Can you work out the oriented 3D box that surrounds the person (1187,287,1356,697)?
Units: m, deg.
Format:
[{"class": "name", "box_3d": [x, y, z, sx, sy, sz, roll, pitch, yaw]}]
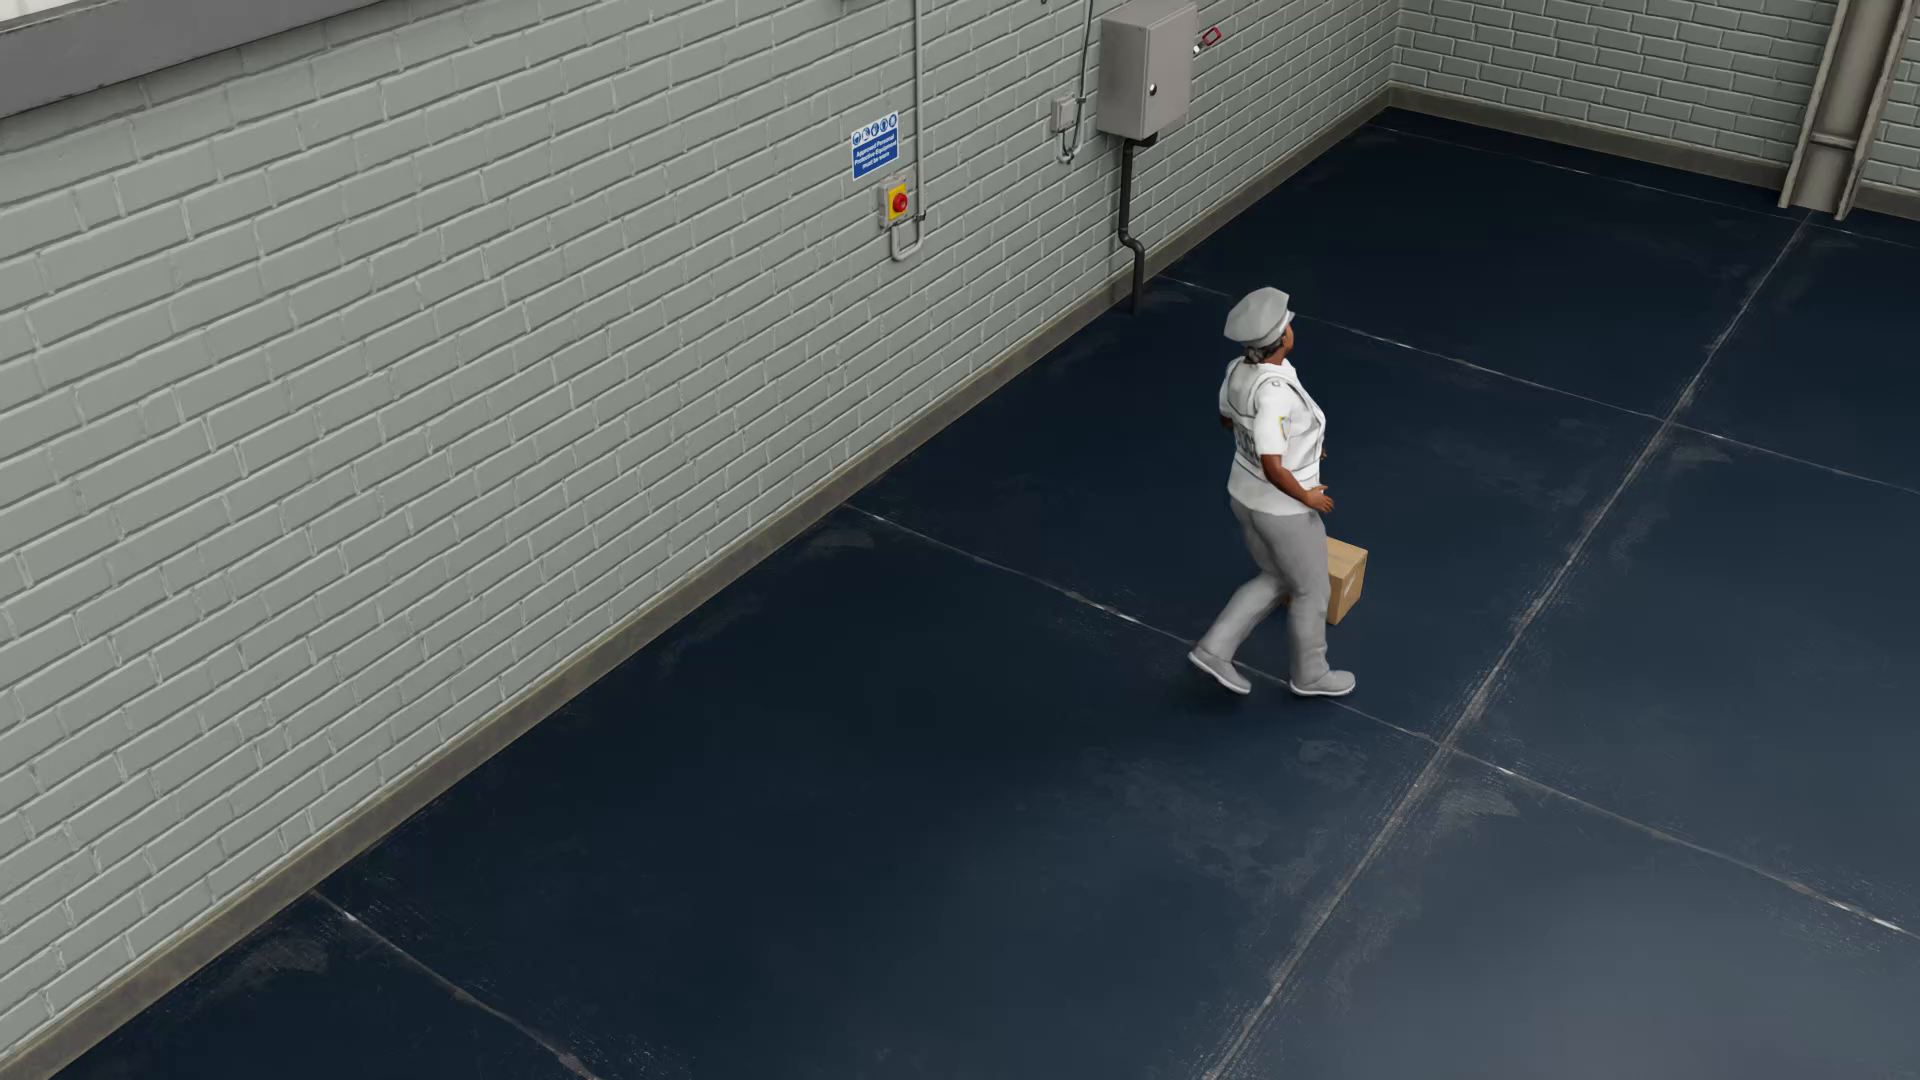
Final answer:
[{"class": "person", "box_3d": [1.214, -0.168, 6.386, 0.672, 1.671, 0.606, -11, 36, -15]}]
